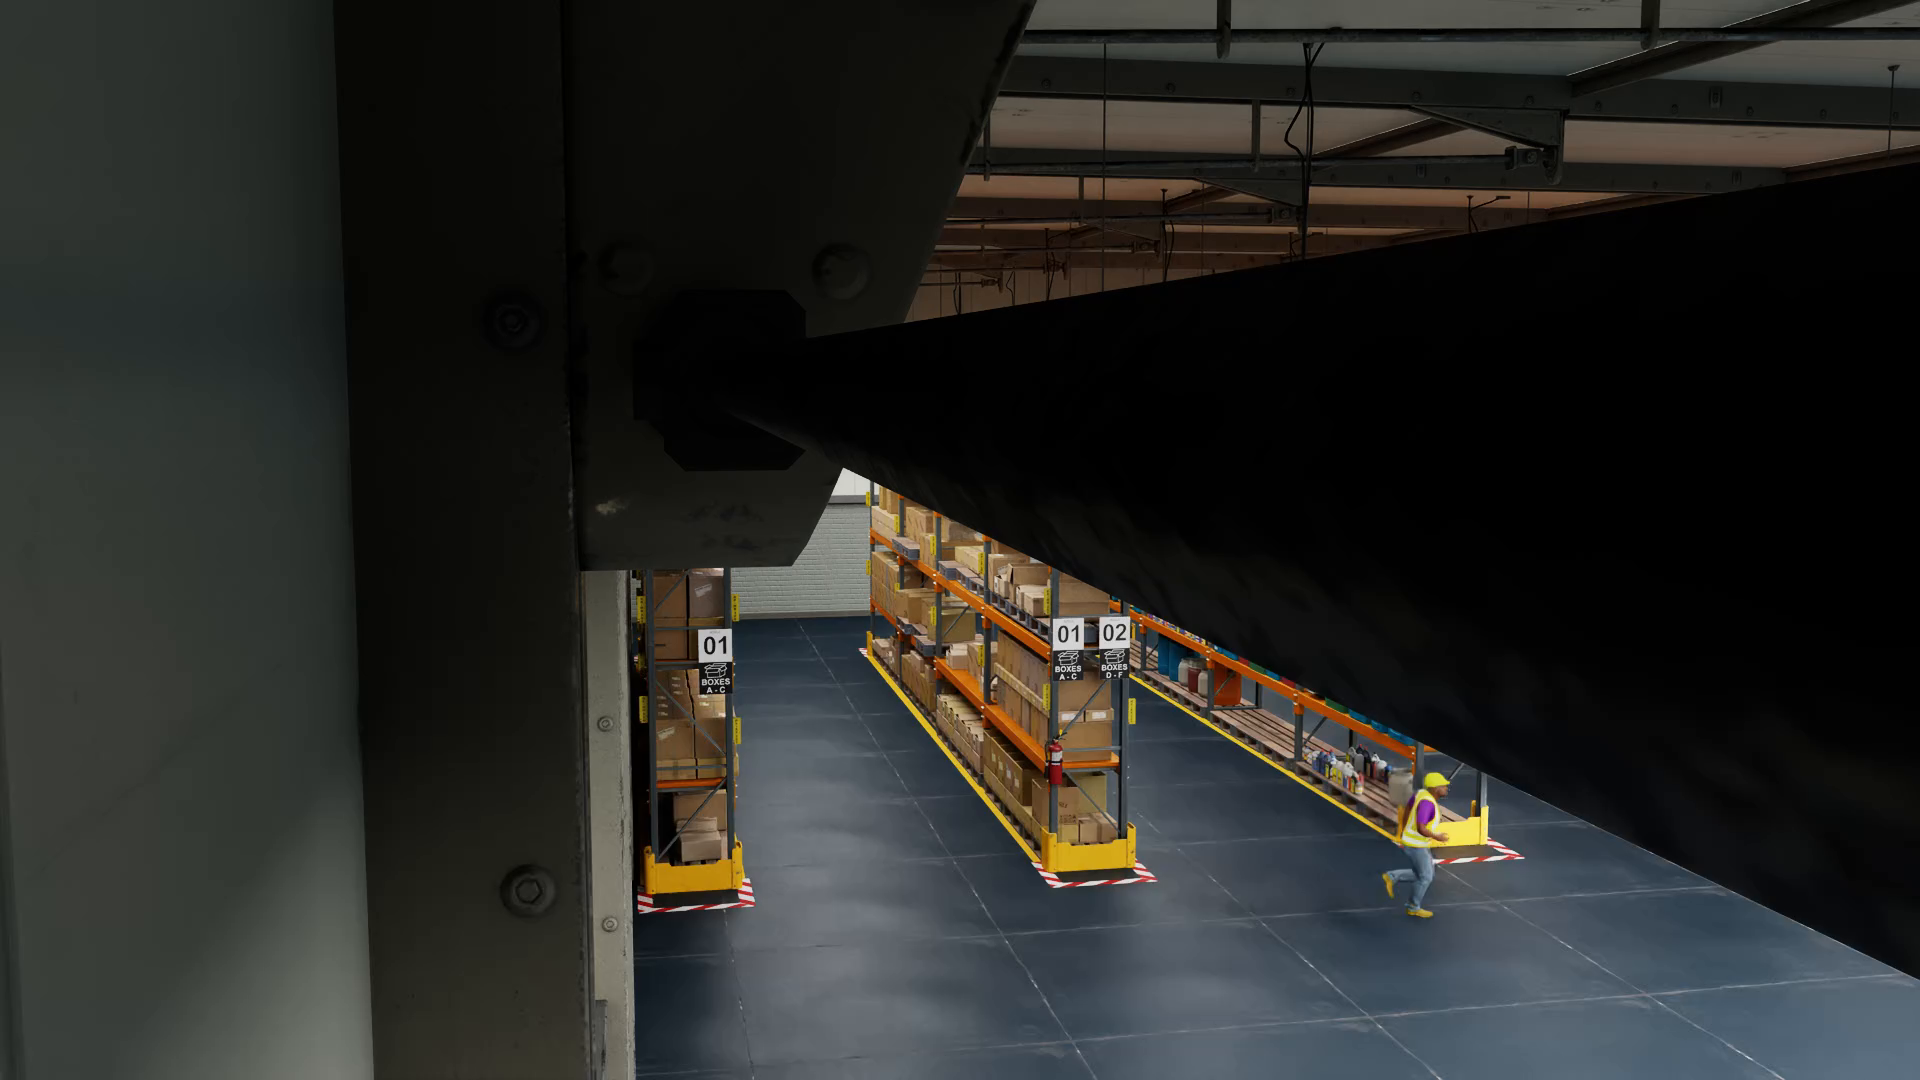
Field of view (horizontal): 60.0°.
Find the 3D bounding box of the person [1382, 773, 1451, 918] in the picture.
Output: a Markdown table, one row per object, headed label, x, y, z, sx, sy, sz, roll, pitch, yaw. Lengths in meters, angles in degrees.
| label | x | y | z | sx | sy | sz | roll | pitch | yaw |
| --- | --- | --- | --- | --- | --- | --- | --- | --- | --- |
| person | 5.245 | 3.499 | 19.118 | 0.753 | 1.703 | 0.686 | 2 | 6 | 18 |
